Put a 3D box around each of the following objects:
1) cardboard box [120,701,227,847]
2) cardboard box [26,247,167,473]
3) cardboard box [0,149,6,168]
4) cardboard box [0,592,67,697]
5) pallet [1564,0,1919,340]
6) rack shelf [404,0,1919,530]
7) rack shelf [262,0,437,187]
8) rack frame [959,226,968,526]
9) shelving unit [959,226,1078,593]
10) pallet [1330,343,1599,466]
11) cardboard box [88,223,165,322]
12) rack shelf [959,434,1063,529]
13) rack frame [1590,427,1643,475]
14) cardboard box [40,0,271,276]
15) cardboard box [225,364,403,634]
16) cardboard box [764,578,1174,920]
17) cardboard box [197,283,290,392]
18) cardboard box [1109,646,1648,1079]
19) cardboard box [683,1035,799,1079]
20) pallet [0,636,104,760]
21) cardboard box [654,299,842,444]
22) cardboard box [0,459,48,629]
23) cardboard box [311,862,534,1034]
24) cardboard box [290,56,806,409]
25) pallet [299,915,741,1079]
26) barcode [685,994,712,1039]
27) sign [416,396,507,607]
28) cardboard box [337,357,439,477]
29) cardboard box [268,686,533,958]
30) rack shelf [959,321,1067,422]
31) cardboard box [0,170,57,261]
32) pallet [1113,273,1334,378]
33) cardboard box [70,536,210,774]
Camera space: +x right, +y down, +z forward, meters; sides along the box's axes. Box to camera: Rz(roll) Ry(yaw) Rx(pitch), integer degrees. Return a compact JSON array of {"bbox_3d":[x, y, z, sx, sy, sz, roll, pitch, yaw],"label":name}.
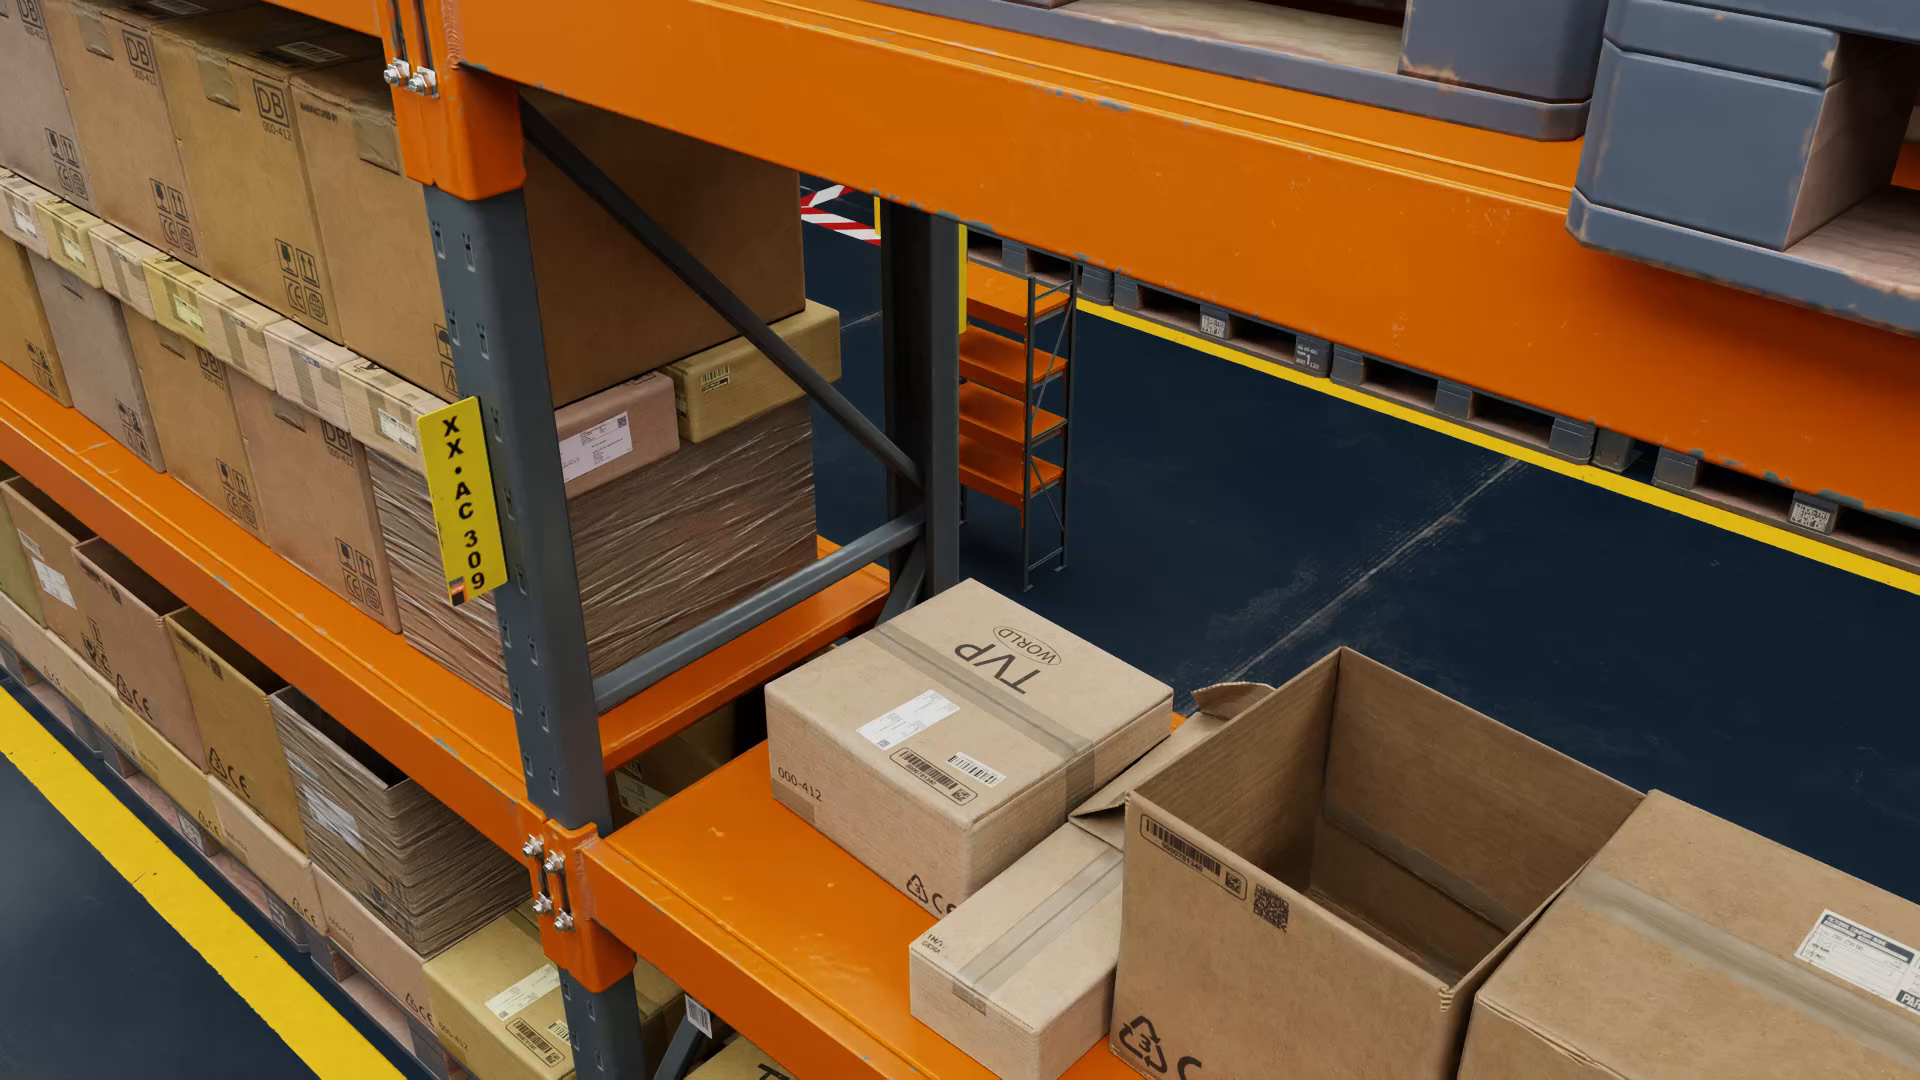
[{"bbox_3d":[-1.986,0.541,4.701,0.500,0.250,0.500,25,39,35],"label":"cardboard box"},{"bbox_3d":[-1.858,-0.589,4.223,0.500,0.500,0.700,26,40,36],"label":"cardboard box"},{"bbox_3d":[-2.201,-1.307,4.158,0.500,0.500,0.700,25,39,35],"label":"cardboard box"},{"bbox_3d":[-2.724,0.193,5.280,0.500,0.250,0.500,25,39,35],"label":"cardboard box"},{"bbox_3d":[1.192,-0.269,1.064,1.213,0.211,1.003,27,40,37],"label":"pallet"},{"bbox_3d":[1.103,-0.148,1.376,4.000,0.370,1.077,25,39,35],"label":"rack shelf"},{"bbox_3d":[-1.863,-1.532,3.675,4.000,0.370,1.077,25,39,35],"label":"rack shelf"},{"bbox_3d":[-0.058,-0.541,5.986,0.015,1.200,0.240,25,39,35],"label":"rack frame"},{"bbox_3d":[0.123,-0.457,5.845,0.503,1.200,0.258,25,39,35],"label":"shelving unit"},{"bbox_3d":[2.420,-0.783,7.345,1.213,0.211,1.003,25,39,35],"label":"pallet"},{"bbox_3d":[-1.665,-0.636,3.672,0.250,0.149,0.380,26,40,36],"label":"cardboard box"},{"bbox_3d":[0.123,-0.229,5.982,0.480,0.148,0.258,25,39,35],"label":"rack shelf"},{"bbox_3d":[2.942,-1.758,6.263,0.127,3.000,1.000,25,39,35],"label":"rack frame"},{"bbox_3d":[-1.459,-0.961,3.583,0.500,0.500,0.700,25,39,35],"label":"cardboard box"},{"bbox_3d":[-1.108,-0.237,3.638,0.500,0.500,0.700,25,39,35],"label":"cardboard box"},{"bbox_3d":[0.015,0.355,2.897,0.500,0.250,0.500,-27,40,-37],"label":"cardboard box"},{"bbox_3d":[-1.298,-0.462,3.384,0.250,0.149,0.380,25,39,35],"label":"cardboard box"},{"bbox_3d":[0.569,0.549,2.333,0.500,0.500,0.500,-26,40,-36],"label":"cardboard box"},{"bbox_3d":[-0.240,1.133,3.174,0.500,0.311,0.500,25,39,35],"label":"cardboard box"},{"bbox_3d":[-2.750,0.196,5.719,1.213,0.211,1.003,25,39,35],"label":"pallet"},{"bbox_3d":[-0.449,-0.351,3.198,0.250,0.149,0.380,25,39,35],"label":"cardboard box"},{"bbox_3d":[-2.725,-0.127,5.085,0.500,0.500,0.500,25,39,35],"label":"cardboard box"},{"bbox_3d":[-1.234,0.882,4.136,0.500,0.250,0.500,25,39,35],"label":"cardboard box"},{"bbox_3d":[-0.713,-0.613,3.004,0.500,0.500,0.700,25,39,35],"label":"cardboard box"},{"bbox_3d":[-0.941,1.041,4.317,1.213,0.211,1.003,25,39,35],"label":"pallet"},{"bbox_3d":[-0.470,0.856,2.986,0.075,0.075,0.001,25,39,35],"label":"barcode"},{"bbox_3d":[-0.751,-0.055,2.517,0.005,0.325,0.100,25,39,35],"label":"sign"},{"bbox_3d":[-0.907,-0.282,3.084,0.250,0.149,0.380,24,39,34],"label":"cardboard box"},{"bbox_3d":[-1.233,0.560,3.944,0.500,0.500,0.500,25,39,35],"label":"cardboard box"},{"bbox_3d":[0.123,-0.591,5.765,0.480,0.148,0.258,25,39,35],"label":"rack shelf"},{"bbox_3d":[-2.060,-0.817,3.974,0.250,0.149,0.380,25,39,36],"label":"cardboard box"},{"bbox_3d":[1.511,-1.205,8.047,1.213,0.211,1.003,25,39,35],"label":"pallet"},{"bbox_3d":[-1.987,0.220,4.507,0.500,0.500,0.500,25,39,35],"label":"cardboard box"}]
